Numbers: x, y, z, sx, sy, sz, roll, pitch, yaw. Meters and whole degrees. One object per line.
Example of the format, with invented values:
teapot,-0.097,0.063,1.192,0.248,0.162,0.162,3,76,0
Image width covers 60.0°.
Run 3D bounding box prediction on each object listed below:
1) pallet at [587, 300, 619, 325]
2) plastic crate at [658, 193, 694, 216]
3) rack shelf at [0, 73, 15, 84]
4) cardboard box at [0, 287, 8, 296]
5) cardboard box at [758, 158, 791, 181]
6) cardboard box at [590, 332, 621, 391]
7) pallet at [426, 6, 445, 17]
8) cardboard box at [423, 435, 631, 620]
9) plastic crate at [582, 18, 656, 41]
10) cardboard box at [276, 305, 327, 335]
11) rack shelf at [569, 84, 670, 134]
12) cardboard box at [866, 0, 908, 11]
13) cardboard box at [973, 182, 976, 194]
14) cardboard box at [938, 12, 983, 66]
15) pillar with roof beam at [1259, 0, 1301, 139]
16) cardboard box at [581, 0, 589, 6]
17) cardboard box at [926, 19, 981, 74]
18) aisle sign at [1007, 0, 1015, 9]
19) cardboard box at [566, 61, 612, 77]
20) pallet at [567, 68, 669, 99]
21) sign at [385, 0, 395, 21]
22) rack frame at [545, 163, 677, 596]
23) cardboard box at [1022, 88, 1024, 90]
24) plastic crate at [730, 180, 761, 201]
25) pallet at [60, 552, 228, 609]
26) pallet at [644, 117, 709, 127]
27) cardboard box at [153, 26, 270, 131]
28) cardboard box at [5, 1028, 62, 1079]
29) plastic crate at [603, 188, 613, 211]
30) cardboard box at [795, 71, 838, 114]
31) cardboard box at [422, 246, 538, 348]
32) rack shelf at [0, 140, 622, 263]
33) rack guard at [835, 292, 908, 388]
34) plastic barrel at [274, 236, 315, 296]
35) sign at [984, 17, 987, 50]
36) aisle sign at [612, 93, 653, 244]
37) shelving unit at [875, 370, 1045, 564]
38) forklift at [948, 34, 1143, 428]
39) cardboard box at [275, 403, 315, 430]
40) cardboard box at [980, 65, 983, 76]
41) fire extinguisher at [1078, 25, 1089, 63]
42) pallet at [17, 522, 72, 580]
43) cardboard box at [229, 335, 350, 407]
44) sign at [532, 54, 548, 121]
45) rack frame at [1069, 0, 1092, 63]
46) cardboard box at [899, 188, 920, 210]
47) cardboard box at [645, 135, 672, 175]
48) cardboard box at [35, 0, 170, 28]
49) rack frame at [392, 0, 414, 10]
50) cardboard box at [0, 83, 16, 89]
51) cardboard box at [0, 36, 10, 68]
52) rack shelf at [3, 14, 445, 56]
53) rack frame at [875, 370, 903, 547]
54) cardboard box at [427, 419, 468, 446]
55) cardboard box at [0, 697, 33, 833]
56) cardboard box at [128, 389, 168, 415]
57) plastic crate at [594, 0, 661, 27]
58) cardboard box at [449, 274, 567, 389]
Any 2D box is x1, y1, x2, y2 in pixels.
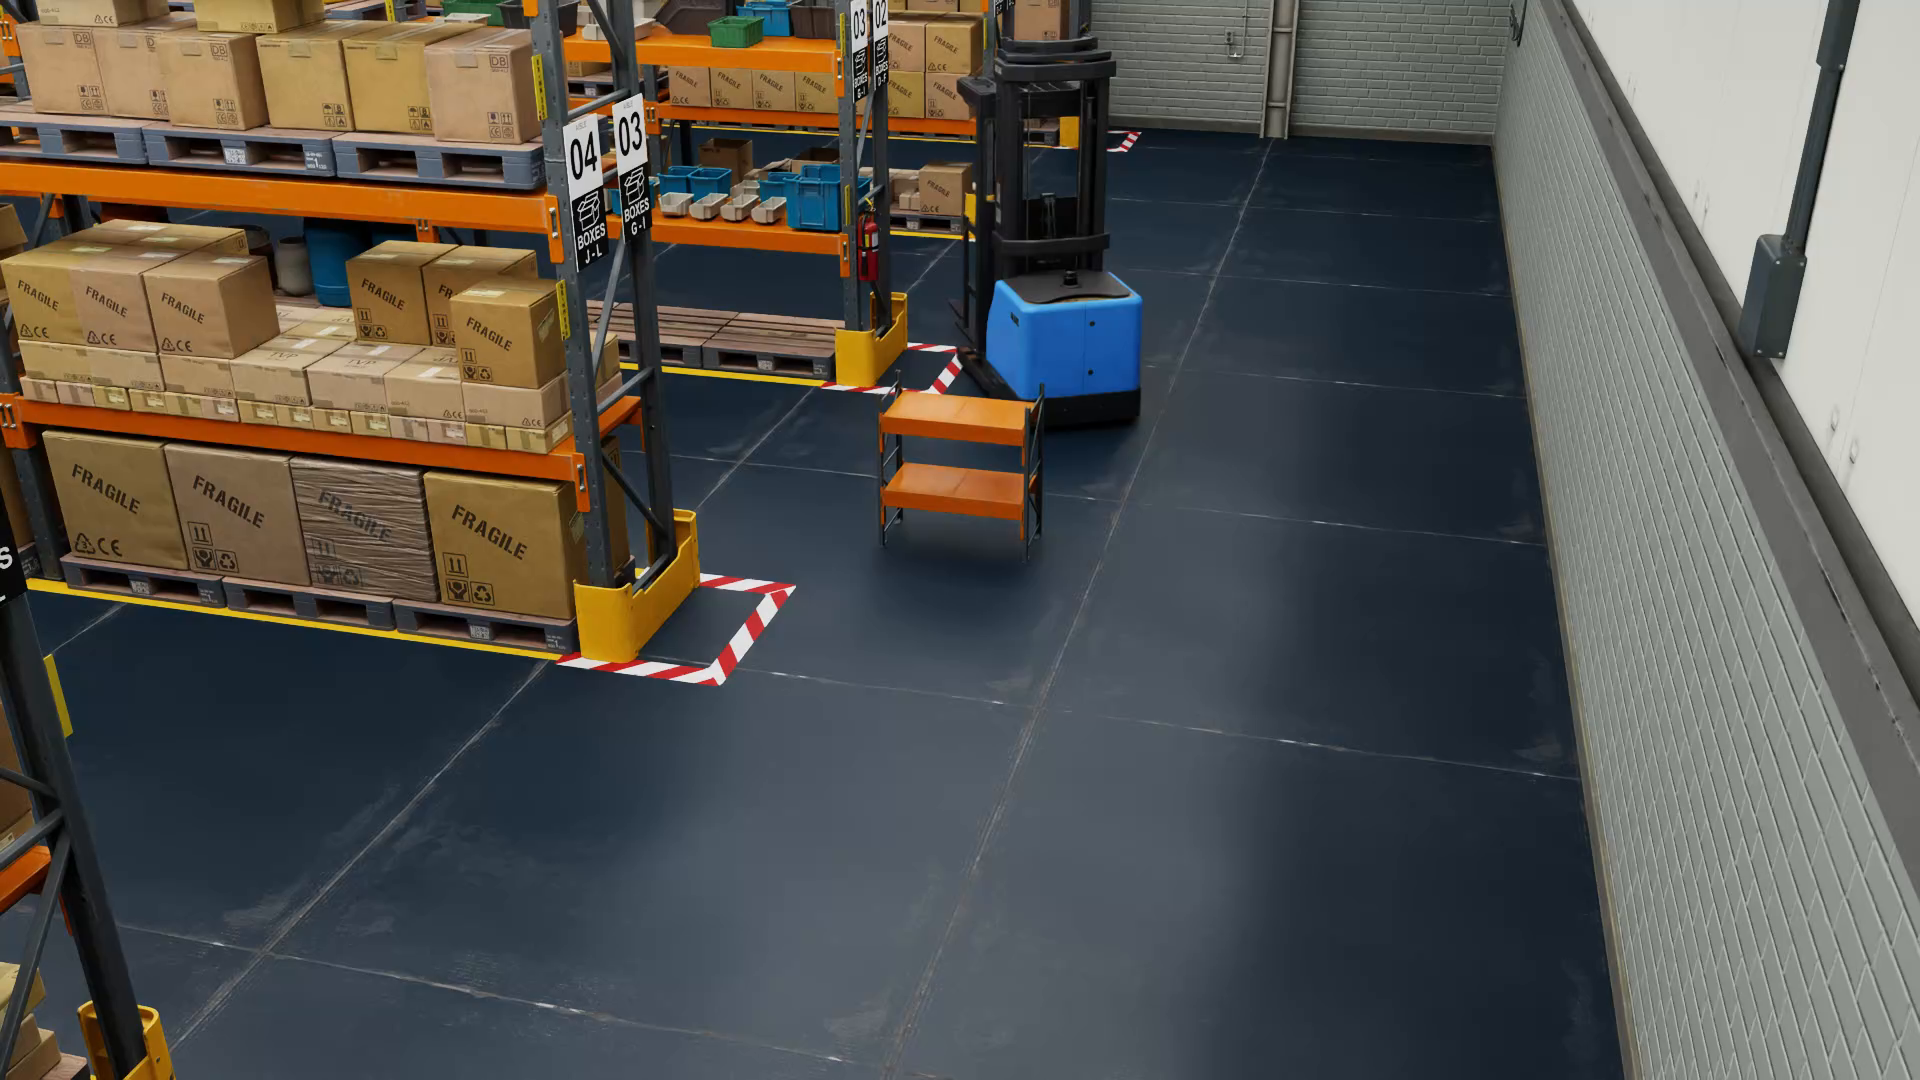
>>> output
pallet,-3.959,-2.033,15.657,1.213,0.211,1.003,6,26,13
plastic crate,-2.486,-2.927,14.528,0.250,0.136,0.298,6,26,13
rack shelf,-13.129,-6.162,21.923,4.000,0.370,1.077,6,26,13
cardboard box,-6.298,-1.491,11.158,0.500,0.500,0.500,6,26,13
cardboard box,-2.095,-4.378,19.954,0.500,0.311,0.500,6,26,13
cardboard box,-2.438,-1.095,10.271,0.500,0.250,0.500,6,26,12
pallet,-8.015,-8.016,25.202,1.213,0.211,1.003,6,26,13
cardboard box,-2.680,-0.130,10.399,0.875,0.875,0.875,6,26,13
plastic crate,-2.870,-4.280,13.949,0.530,0.136,0.437,6,26,13
cardboard box,-4.425,-1.313,10.728,0.500,0.250,0.500,7,26,14
rack shelf,-5.381,-5.306,20.124,4.000,0.370,1.077,6,26,13
cardboard box,-0.987,-7.469,23.483,0.700,0.700,0.980,6,26,12
cardboard box,0.110,-4.088,19.533,0.250,0.149,0.380,6,26,13
cardboard box,0.066,-5.642,18.714,0.500,0.500,0.500,7,26,15
pillar with roof beam,3.419,-8.039,18.048,0.400,9.000,9.100,6,26,13
cardboard box,-5.176,-7.878,24.203,0.500,0.500,0.500,7,26,15
cardboard box,-0.069,-5.418,18.243,0.500,0.500,0.500,6,26,13
aisle sign,0.569,-6.277,18.303,0.004,0.787,0.394,6,26,13
cardboard box,-4.529,-5.842,19.809,0.500,0.500,0.700,11,27,21
pallet,-4.190,-5.461,19.836,1.213,0.211,1.003,6,26,13
sign,-4.820,-4.484,14.062,0.005,0.325,0.100,6,26,13
rack frame,-2.041,-0.865,9.958,0.127,3.000,1.000,6,26,13
cardboard box,0.788,-6.376,23.200,0.250,0.149,0.380,6,26,12
plastic crate,-1.911,-3.140,14.974,0.298,0.136,0.250,6,26,13
pallet,-5.198,0.080,11.218,1.213,0.211,1.003,6,26,13
pallet,-4.165,-6.401,24.832,1.213,0.211,1.003,6,26,13
cardboard box,-4.151,-2.694,9.590,0.500,0.500,0.700,7,26,15
cardboard box,-3.801,2.098,6.564,0.250,0.149,0.380,7,26,14
plastic crate,-3.248,-3.088,14.697,0.530,0.282,0.437,6,26,13
cardboard box,-1.544,-5.132,18.805,0.500,0.500,0.500,6,26,12
cardboard box,-2.922,-1.487,10.222,0.500,0.500,0.500,6,26,12
rack shelf,-3.978,-2.108,9.918,4.000,0.370,1.077,6,26,13
rack guard,-0.781,-1.801,14.833,0.348,0.500,1.175,6,26,13
plastic barrel,-6.414,-2.660,16.135,0.421,0.512,0.421,0,25,0
sign,0.273,-5.425,17.822,0.005,0.325,0.100,6,26,13
aisle sign,-1.896,-2.156,9.646,0.004,0.787,0.394,6,26,13
shelving unit,0.007,-0.507,11.388,1.048,1.125,0.538,6,26,13
forklift,0.601,-2.833,14.172,1.130,2.935,3.031,-6,26,-13
cardboard box,-3.948,-0.816,10.149,0.250,0.149,0.380,7,26,14
cardboard box,0.066,-5.191,18.929,0.500,0.500,0.500,7,26,14
fire extinguisher,1.692,-6.640,22.612,0.183,0.674,0.296,6,26,13
pallet,-6.681,-0.085,11.565,1.213,0.211,1.003,6,26,13
cardboard box,-4.066,-1.036,10.146,0.500,0.250,0.500,6,26,13
sign,-2.189,-2.359,8.669,0.005,0.325,0.100,6,26,13
rack frame,1.660,-7.051,22.953,0.127,3.000,1.000,6,26,13
cardboard box,-0.528,-3.944,19.211,0.250,0.166,0.380,6,26,13
cardboard box,-3.851,-4.640,20.284,0.500,0.500,0.500,5,26,11
cardboard box,-5.005,-3.162,9.702,0.500,0.250,0.500,5,26,10
rack frame,-4.681,-6.064,13.899,0.127,3.000,1.000,6,26,13
cardboard box,-12.531,-5.847,22.261,0.500,0.500,0.500,6,26,13
cardboard box,-12.135,-6.417,21.504,0.500,0.500,0.700,6,26,12
rack shelf,-6.618,-4.599,15.149,4.000,0.370,1.077,6,26,13
rack frame,-0.486,-0.562,11.503,0.032,1.125,0.500,6,26,13
cardboard box,-2.964,-0.707,9.919,0.250,0.149,0.380,6,26,13
cardboard box,-3.740,0.847,5.901,0.500,0.500,0.500,8,26,15
cardboard box,-4.946,-0.926,10.379,0.250,0.149,0.380,6,26,12
plastic crate,-2.877,-4.593,14.438,0.530,0.282,0.437,6,26,13
cardboard box,-2.578,-1.213,9.645,0.500,0.500,0.500,7,26,14
